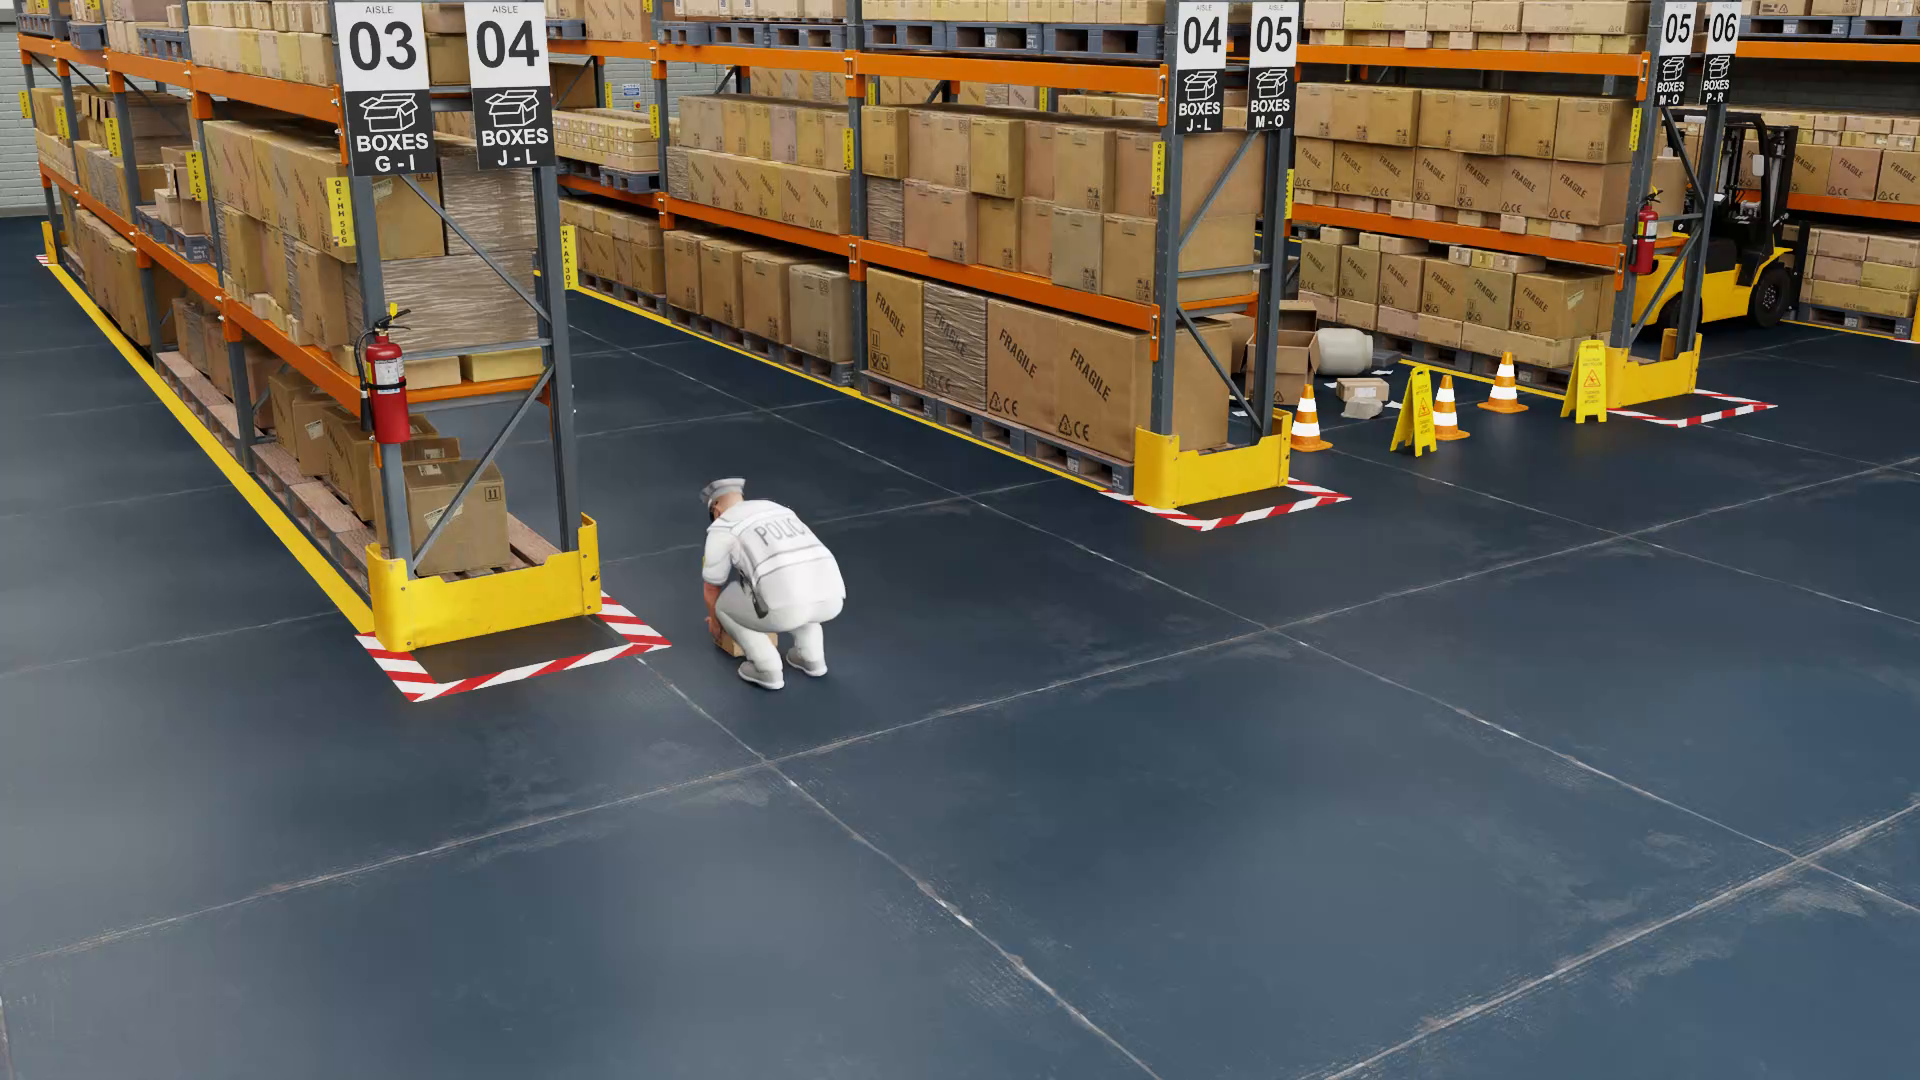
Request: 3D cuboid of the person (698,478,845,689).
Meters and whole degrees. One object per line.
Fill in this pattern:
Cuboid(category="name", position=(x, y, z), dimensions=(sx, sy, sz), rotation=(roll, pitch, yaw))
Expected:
Cuboid(category="person", position=(-0.961, 0.203, 8.263), dimensions=(0.552, 0.931, 0.954), rotation=(-11, 21, -31))
